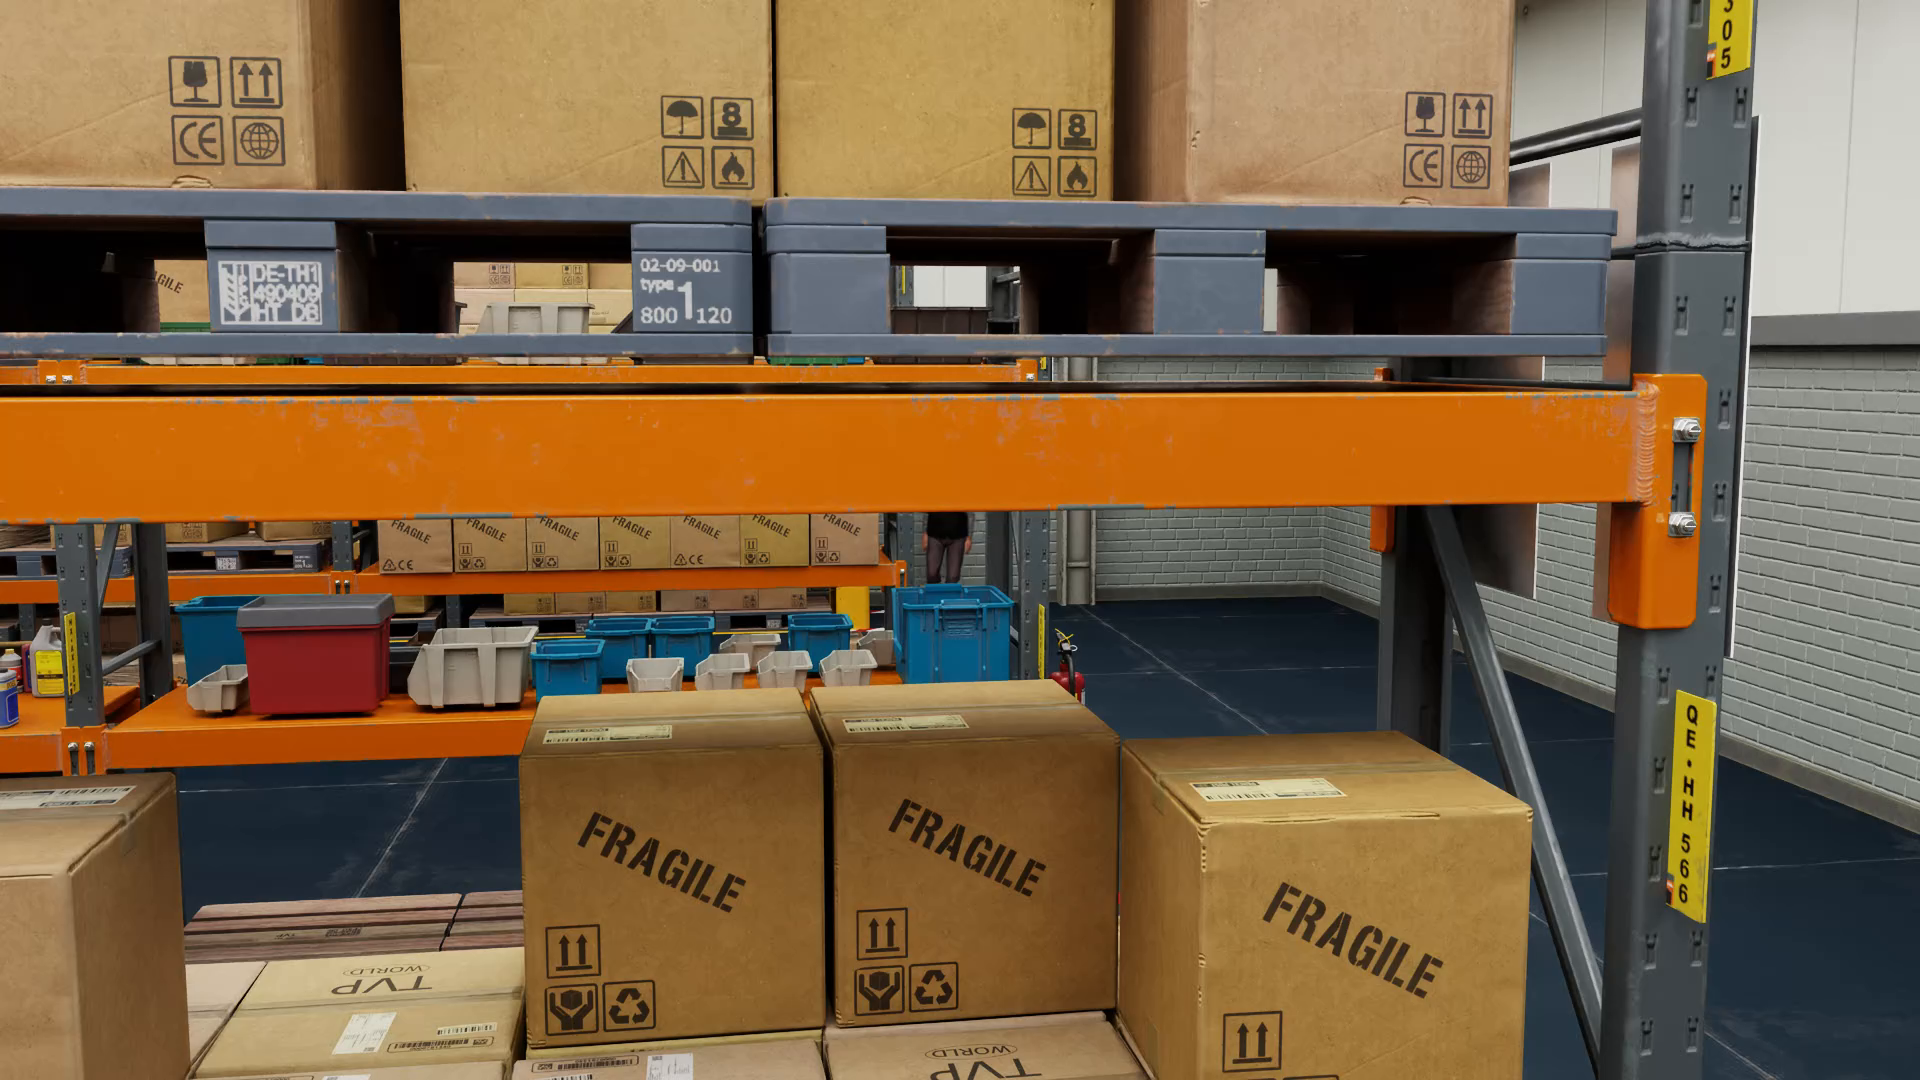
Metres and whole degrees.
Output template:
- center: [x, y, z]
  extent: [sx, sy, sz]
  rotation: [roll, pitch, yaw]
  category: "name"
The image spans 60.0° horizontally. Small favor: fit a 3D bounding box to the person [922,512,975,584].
- center: [-0.133, -0.009, 17.821]
  extent: [0.583, 1.712, 0.488]
  rotation: [0, 6, -1]
  category: "person"
